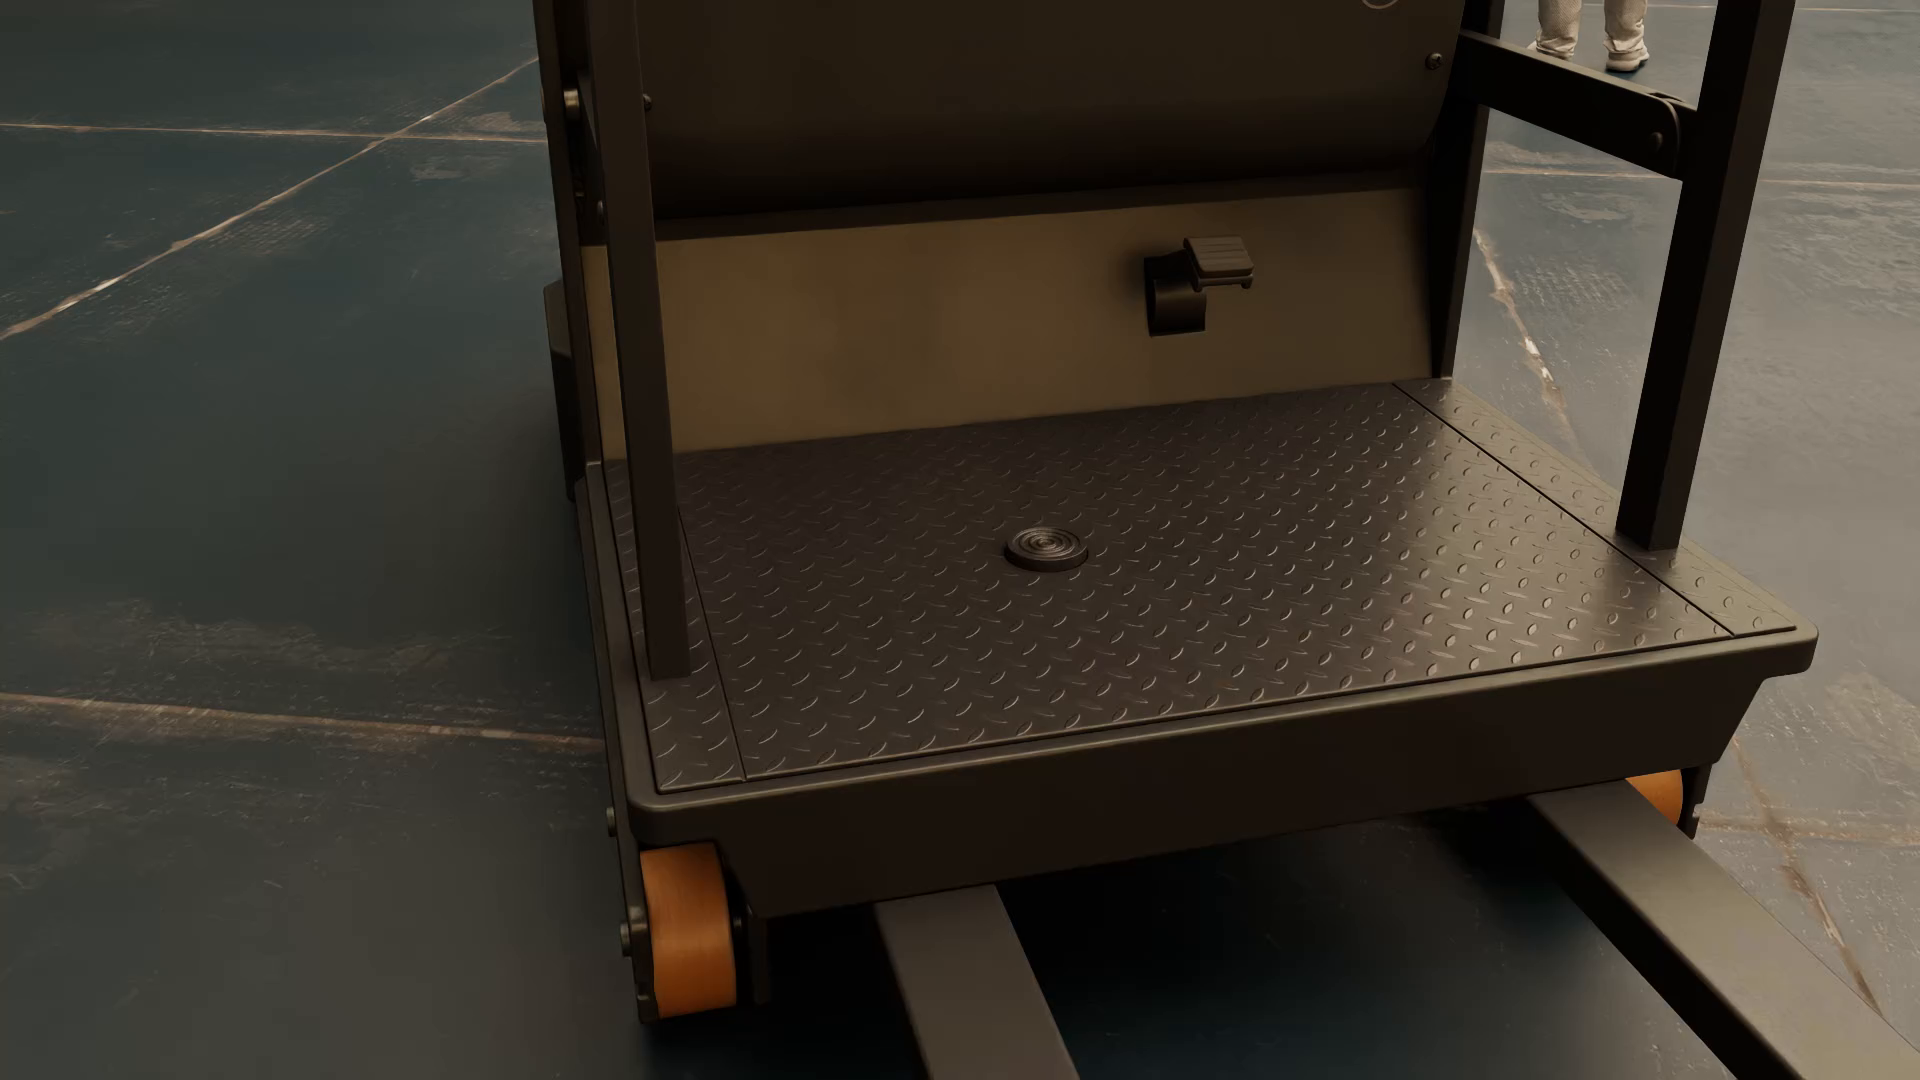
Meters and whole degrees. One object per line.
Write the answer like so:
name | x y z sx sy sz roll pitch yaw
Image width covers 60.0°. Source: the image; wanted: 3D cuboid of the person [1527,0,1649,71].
person | 2.071 -2.424 5.371 0.664 1.759 0.577 6 27 12

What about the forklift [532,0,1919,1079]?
forklift | 0.153 -1.049 1.319 1.130 2.935 3.031 -7 27 -13
